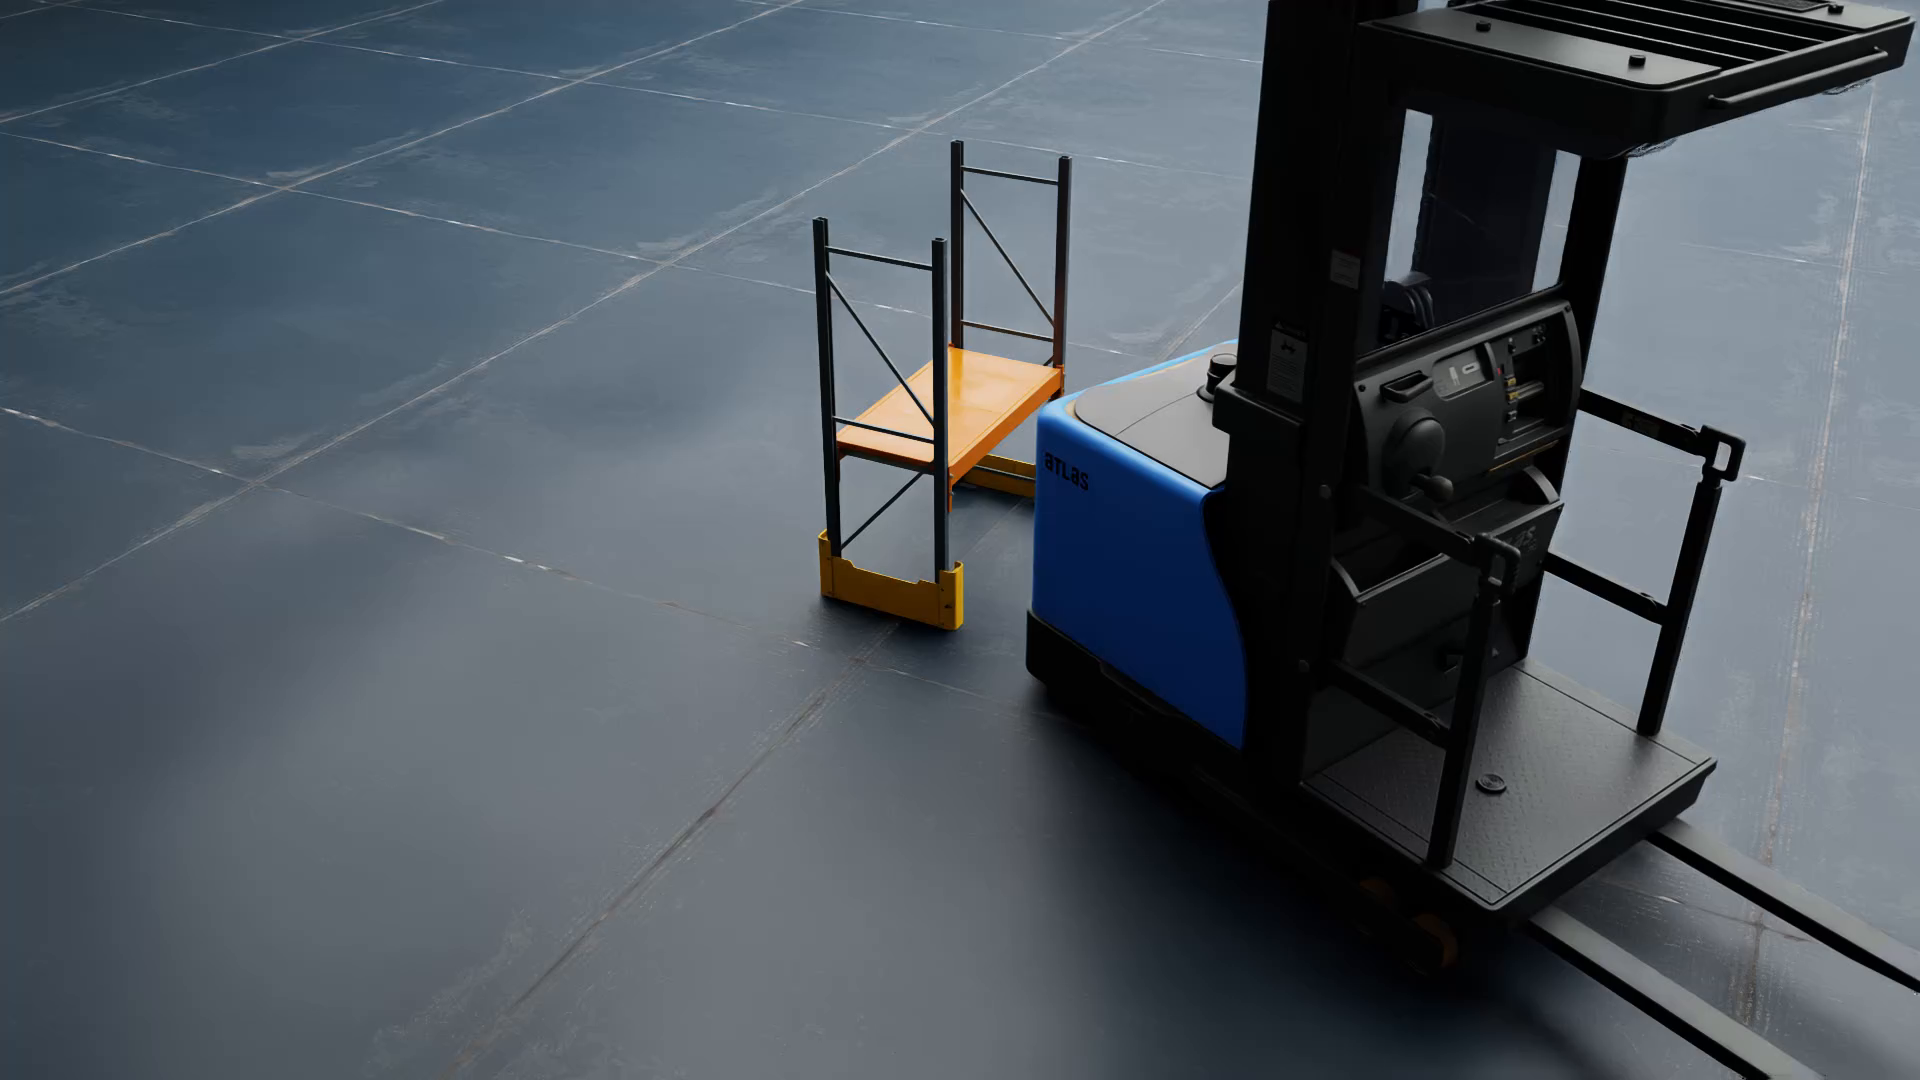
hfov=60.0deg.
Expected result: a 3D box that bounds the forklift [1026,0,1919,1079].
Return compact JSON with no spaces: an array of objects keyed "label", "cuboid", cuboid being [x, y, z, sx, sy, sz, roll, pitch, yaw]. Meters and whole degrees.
[{"label":"forklift","cuboid":[1.528,-0.340,4.399,1.130,2.935,3.031,-21,36,-32]}]

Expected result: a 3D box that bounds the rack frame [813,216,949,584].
[{"label":"rack frame","cuboid":[-0.270,-0.387,5.918,0.500,1.500,0.032,14,33,23]}]

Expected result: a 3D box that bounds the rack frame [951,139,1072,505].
[{"label":"rack frame","cuboid":[0.193,-0.838,6.703,0.500,1.500,0.032,14,33,23]}]

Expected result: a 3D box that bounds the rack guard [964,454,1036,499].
[{"label":"rack guard","cuboid":[0.192,-0.295,7.013,0.587,0.250,0.087,14,33,23]}]

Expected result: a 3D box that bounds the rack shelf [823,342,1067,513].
[{"label":"rack shelf","cuboid":[-0.039,-0.457,6.400,0.538,0.185,1.000,14,33,23]}]

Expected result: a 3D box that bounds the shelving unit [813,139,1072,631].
[{"label":"shelving unit","cuboid":[-0.035,-0.617,6.318,0.587,1.500,1.083,14,33,23]}]

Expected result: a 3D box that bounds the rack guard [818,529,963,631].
[{"label":"rack guard","cuboid":[-0.262,0.146,6.244,0.587,0.250,0.087,14,33,23]}]
